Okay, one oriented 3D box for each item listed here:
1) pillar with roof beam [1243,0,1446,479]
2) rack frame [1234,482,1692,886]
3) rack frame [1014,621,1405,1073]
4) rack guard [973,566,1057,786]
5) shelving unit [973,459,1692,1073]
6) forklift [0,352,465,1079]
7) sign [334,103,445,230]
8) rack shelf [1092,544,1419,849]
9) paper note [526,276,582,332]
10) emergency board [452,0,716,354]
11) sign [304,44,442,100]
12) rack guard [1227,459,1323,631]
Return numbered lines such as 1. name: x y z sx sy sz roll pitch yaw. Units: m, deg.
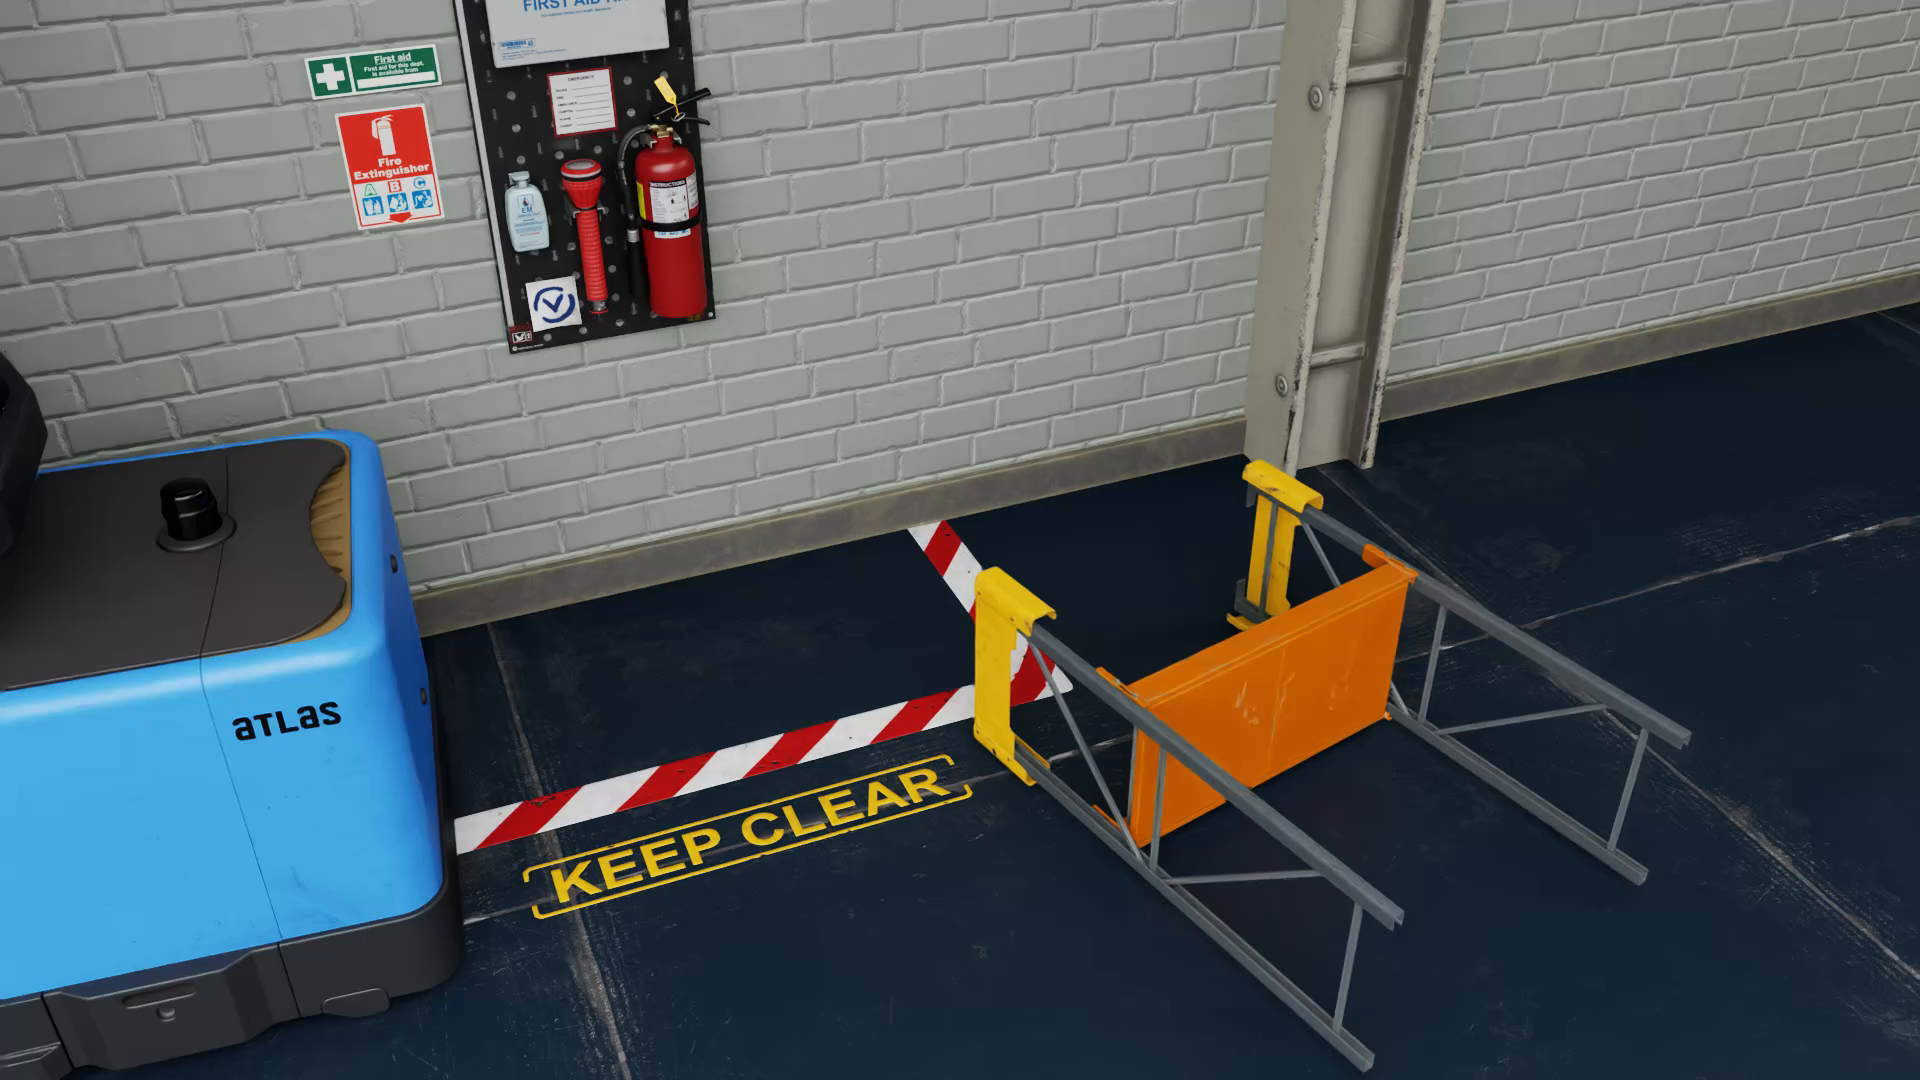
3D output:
1. pillar with roof beam: 2.961 -1.916 0.443 0.400 9.000 9.100 -13 35 -19
2. rack frame: 1.322 0.343 4.661 0.032 0.500 1.500 -21 39 -29
3. rack frame: 0.494 0.666 4.165 0.032 0.500 1.500 -21 39 -29
4. rack guard: 0.147 0.381 4.600 0.087 0.587 0.250 -21 39 -29
5. shelving unit: 0.915 0.502 4.417 1.083 0.587 1.500 -21 39 -29
6. forklift: -2.785 -0.136 3.272 3.031 2.935 1.130 -10 34 -14
7. sign: -1.548 -1.014 4.525 0.234 0.329 0.001 -13 35 -19
8. rack shelf: 0.804 0.424 4.535 1.000 0.538 0.185 -21 39 -29
9. paper note: -1.189 -0.692 4.870 0.142 0.148 0.016 -13 35 -19
10. emergency board: -0.999 -1.064 4.634 0.643 1.169 0.194 -13 35 -19
11. sign: -1.541 -1.232 4.375 0.331 0.109 0.001 -13 35 -19
12. rack guard: 0.957 0.065 5.085 0.087 0.587 0.250 -21 39 -29
